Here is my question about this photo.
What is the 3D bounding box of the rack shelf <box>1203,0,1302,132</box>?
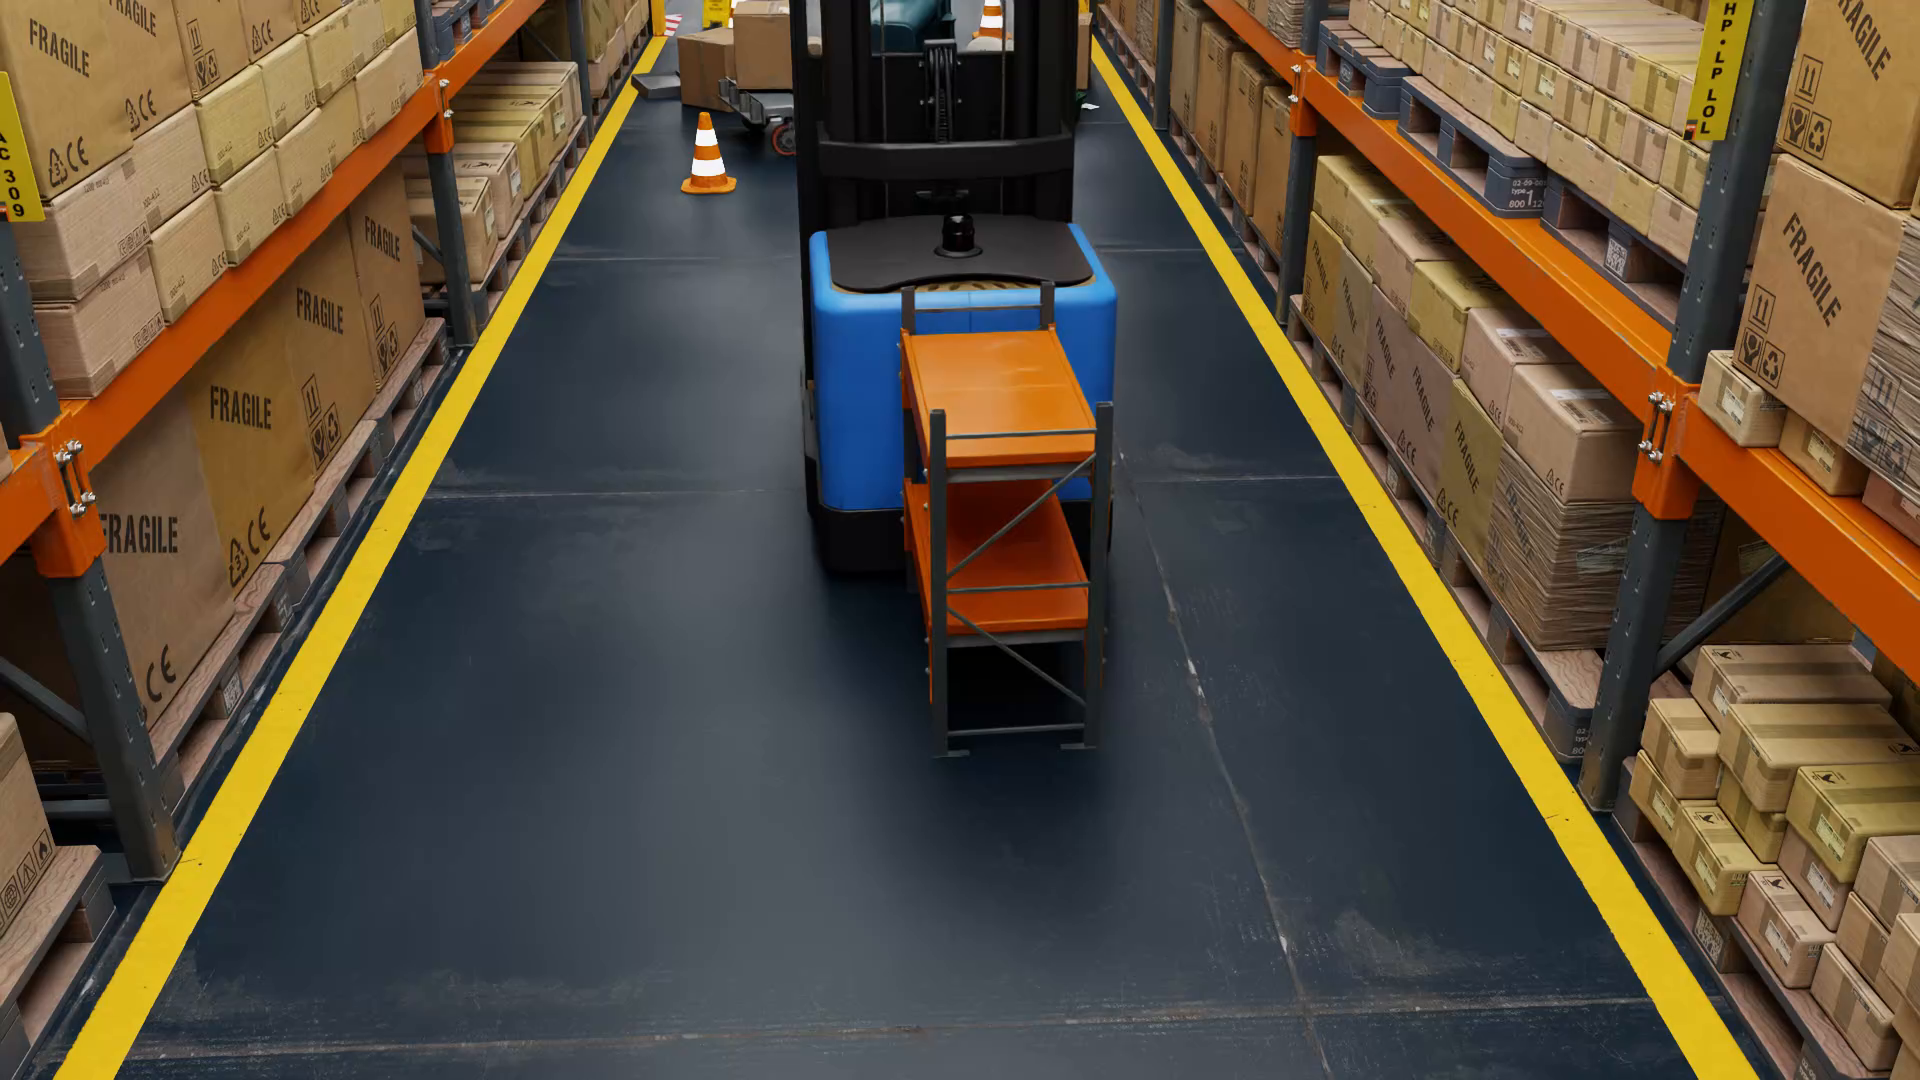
[{"bbox_3d":[1.987,-3.037,9.608,1.077,0.370,4.000,-1,28,-3],"label":"rack shelf"}]

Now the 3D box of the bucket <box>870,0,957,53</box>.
[{"bbox_3d":[-0.427,-3.510,11.632,0.726,0.611,0.620,8,39,15],"label":"bucket"}]

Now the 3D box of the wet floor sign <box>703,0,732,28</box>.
[{"bbox_3d":[-2.205,-5.031,15.198,0.267,0.644,0.232,8,29,15],"label":"wet floor sign"}]

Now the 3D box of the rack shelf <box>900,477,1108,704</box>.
[{"bbox_3d":[0.114,0.123,5.326,0.538,0.278,1.000,-3,28,-5],"label":"rack shelf"}]

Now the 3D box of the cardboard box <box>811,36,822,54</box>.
[{"bbox_3d":[-1.178,-4.141,14.028,0.380,0.149,0.250,13,30,24],"label":"cardboard box"}]

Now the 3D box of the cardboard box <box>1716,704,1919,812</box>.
[{"bbox_3d":[2.067,0.521,3.992,0.380,0.149,0.250,0,28,0],"label":"cardboard box"}]

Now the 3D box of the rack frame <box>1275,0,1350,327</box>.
[{"bbox_3d":[2.092,-2.433,7.671,1.000,3.000,0.127,-1,28,-3],"label":"rack frame"}]

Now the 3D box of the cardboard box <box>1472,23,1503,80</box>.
[{"bbox_3d":[2.003,-1.692,5.747,0.380,0.149,0.250,0,28,-1],"label":"cardboard box"}]

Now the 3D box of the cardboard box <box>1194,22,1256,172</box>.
[{"bbox_3d":[2.052,-2.739,10.236,1.050,0.750,0.750,-1,28,-3],"label":"cardboard box"}]

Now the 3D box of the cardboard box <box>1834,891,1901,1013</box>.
[{"bbox_3d":[2.163,0.887,3.613,0.380,0.149,0.250,-3,28,-5],"label":"cardboard box"}]

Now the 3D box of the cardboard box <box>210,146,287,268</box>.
[{"bbox_3d":[-2.436,-1.038,5.159,0.500,0.250,0.500,-2,28,-3],"label":"cardboard box"}]

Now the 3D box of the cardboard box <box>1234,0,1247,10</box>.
[{"bbox_3d":[1.749,-3.140,8.918,0.500,0.500,0.500,-2,28,-4],"label":"cardboard box"}]

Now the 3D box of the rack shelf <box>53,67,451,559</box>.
[{"bbox_3d":[-2.742,-1.024,5.748,1.077,0.370,4.000,-1,28,-3],"label":"rack shelf"}]

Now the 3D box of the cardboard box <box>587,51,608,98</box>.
[{"bbox_3d":[-2.816,-3.360,11.968,0.500,0.250,0.500,-3,28,-5],"label":"cardboard box"}]

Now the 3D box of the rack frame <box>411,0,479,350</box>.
[{"bbox_3d":[-2.846,-2.267,7.352,1.000,3.000,0.127,-1,28,-3],"label":"rack frame"}]

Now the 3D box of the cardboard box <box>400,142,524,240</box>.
[{"bbox_3d":[-2.912,-1.889,9.016,0.950,0.372,0.625,-2,28,-4],"label":"cardboard box"}]

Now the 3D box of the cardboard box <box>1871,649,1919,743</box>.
[{"bbox_3d":[2.579,0.387,4.251,0.380,0.149,0.250,-1,28,-1],"label":"cardboard box"}]

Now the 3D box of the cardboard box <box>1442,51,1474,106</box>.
[{"bbox_3d":[1.985,-1.684,6.052,0.380,0.149,0.250,-1,28,-2],"label":"cardboard box"}]

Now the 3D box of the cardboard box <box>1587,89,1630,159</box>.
[{"bbox_3d":[2.058,-1.207,4.817,0.380,0.149,0.250,0,28,0],"label":"cardboard box"}]

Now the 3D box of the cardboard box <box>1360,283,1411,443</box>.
[{"bbox_3d":[1.935,-0.709,6.614,0.500,0.500,0.500,-2,28,-4],"label":"cardboard box"}]

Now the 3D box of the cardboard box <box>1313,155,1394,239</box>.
[{"bbox_3d":[1.886,-1.519,7.357,0.500,0.250,0.500,-3,28,-5],"label":"cardboard box"}]

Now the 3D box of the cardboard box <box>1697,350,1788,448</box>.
[{"bbox_3d":[1.989,-0.335,3.921,0.380,0.149,0.250,0,28,-1],"label":"cardboard box"}]

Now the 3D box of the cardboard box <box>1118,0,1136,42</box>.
[{"bbox_3d":[1.823,-4.654,13.772,0.875,0.875,0.875,-2,28,-3],"label":"cardboard box"}]

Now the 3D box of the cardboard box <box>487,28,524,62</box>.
[{"bbox_3d":[-3.354,-3.680,11.771,0.500,0.500,0.500,-2,28,-3],"label":"cardboard box"}]

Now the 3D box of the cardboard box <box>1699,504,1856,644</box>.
[{"bbox_3d":[2.527,-0.011,5.277,0.500,0.500,0.500,0,28,-1],"label":"cardboard box"}]

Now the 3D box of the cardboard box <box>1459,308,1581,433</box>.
[{"bbox_3d":[1.996,-0.571,5.540,0.500,0.250,0.500,0,28,0],"label":"cardboard box"}]

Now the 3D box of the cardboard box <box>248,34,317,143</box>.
[{"bbox_3d":[-2.462,-1.492,5.488,0.500,0.250,0.500,-2,28,-4],"label":"cardboard box"}]

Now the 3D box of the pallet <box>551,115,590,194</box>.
[{"bbox_3d":[-3.013,-2.518,10.849,1.003,0.211,1.213,-1,28,-3],"label":"pallet"}]

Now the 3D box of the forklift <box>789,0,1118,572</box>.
[{"bbox_3d":[-0.124,-1.838,6.604,1.130,2.935,3.031,-3,28,-5],"label":"forklift"}]

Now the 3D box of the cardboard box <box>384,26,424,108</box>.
[{"bbox_3d":[-2.561,-1.973,6.951,0.500,0.250,0.500,-2,28,-4],"label":"cardboard box"}]

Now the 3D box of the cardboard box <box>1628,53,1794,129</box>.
[{"bbox_3d":[2.070,-1.229,4.537,0.380,0.149,0.250,-2,28,-4],"label":"cardboard box"}]

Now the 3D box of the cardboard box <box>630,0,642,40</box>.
[{"bbox_3d":[-2.934,-4.322,13.812,0.500,0.250,0.500,-1,28,-2],"label":"cardboard box"}]

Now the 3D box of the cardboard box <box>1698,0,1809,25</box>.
[{"bbox_3d":[2.671,-1.714,5.467,0.380,0.149,0.250,0,28,-1],"label":"cardboard box"}]

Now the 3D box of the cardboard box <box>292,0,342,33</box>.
[{"bbox_3d":[-2.504,-2.056,5.758,0.500,0.500,0.500,-1,28,-3],"label":"cardboard box"}]

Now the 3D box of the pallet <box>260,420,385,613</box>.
[{"bbox_3d":[-2.820,-0.102,6.218,1.003,0.211,1.213,-1,28,-3],"label":"pallet"}]

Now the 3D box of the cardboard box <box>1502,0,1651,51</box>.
[{"bbox_3d":[2.017,-1.707,5.453,0.380,0.149,0.250,-3,28,-5],"label":"cardboard box"}]

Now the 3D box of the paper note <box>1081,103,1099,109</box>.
[{"bbox_3d":[0.943,-3.252,12.452,0.147,0.020,0.142,-23,35,-37],"label":"paper note"}]

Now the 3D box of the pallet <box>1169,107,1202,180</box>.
[{"bbox_3d":[1.998,-2.689,11.178,1.003,0.211,1.213,-1,28,-3],"label":"pallet"}]

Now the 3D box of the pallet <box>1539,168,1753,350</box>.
[{"bbox_3d":[2.406,-0.857,4.857,1.003,0.211,1.213,-1,28,-3],"label":"pallet"}]

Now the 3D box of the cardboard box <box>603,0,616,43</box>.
[{"bbox_3d":[-2.856,-3.939,12.268,0.500,0.500,0.500,0,28,-1],"label":"cardboard box"}]

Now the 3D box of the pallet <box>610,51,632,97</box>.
[{"bbox_3d":[-3.192,-3.752,13.215,1.003,0.211,1.213,-1,28,-3],"label":"pallet"}]

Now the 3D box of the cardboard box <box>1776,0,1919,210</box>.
[{"bbox_3d":[2.081,-0.991,3.395,0.500,0.500,0.500,-1,28,-1],"label":"cardboard box"}]

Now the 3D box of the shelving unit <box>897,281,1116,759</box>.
[{"bbox_3d":[0.114,-0.094,5.213,0.538,1.125,1.048,-3,28,-5],"label":"shelving unit"}]

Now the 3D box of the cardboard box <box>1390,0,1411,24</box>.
[{"bbox_3d":[1.950,-2.163,6.649,0.380,0.149,0.250,-2,28,-4],"label":"cardboard box"}]

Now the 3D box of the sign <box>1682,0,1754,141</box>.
[{"bbox_3d":[1.746,-1.084,3.832,0.100,0.325,0.005,-1,28,-3],"label":"sign"}]

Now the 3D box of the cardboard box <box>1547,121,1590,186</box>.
[{"bbox_3d":[2.044,-1.190,5.105,0.380,0.149,0.250,-3,28,-5],"label":"cardboard box"}]

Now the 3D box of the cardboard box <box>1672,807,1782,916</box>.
[{"bbox_3d":[2.013,0.791,4.118,0.380,0.149,0.250,-1,28,-1],"label":"cardboard box"}]

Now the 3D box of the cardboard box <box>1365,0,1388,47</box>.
[{"bbox_3d":[1.927,-2.172,6.989,0.380,0.149,0.250,0,28,0],"label":"cardboard box"}]

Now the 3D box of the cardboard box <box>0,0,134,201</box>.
[{"bbox_3d":[-2.373,-1.117,3.959,0.500,0.500,0.500,-1,28,-2],"label":"cardboard box"}]

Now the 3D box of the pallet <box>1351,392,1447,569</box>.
[{"bbox_3d":[2.192,-0.273,6.546,1.003,0.211,1.213,-1,28,-3],"label":"pallet"}]

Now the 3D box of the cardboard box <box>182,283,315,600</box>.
[{"bbox_3d":[-2.805,-0.365,5.549,0.875,0.875,0.875,-1,28,-1],"label":"cardboard box"}]
